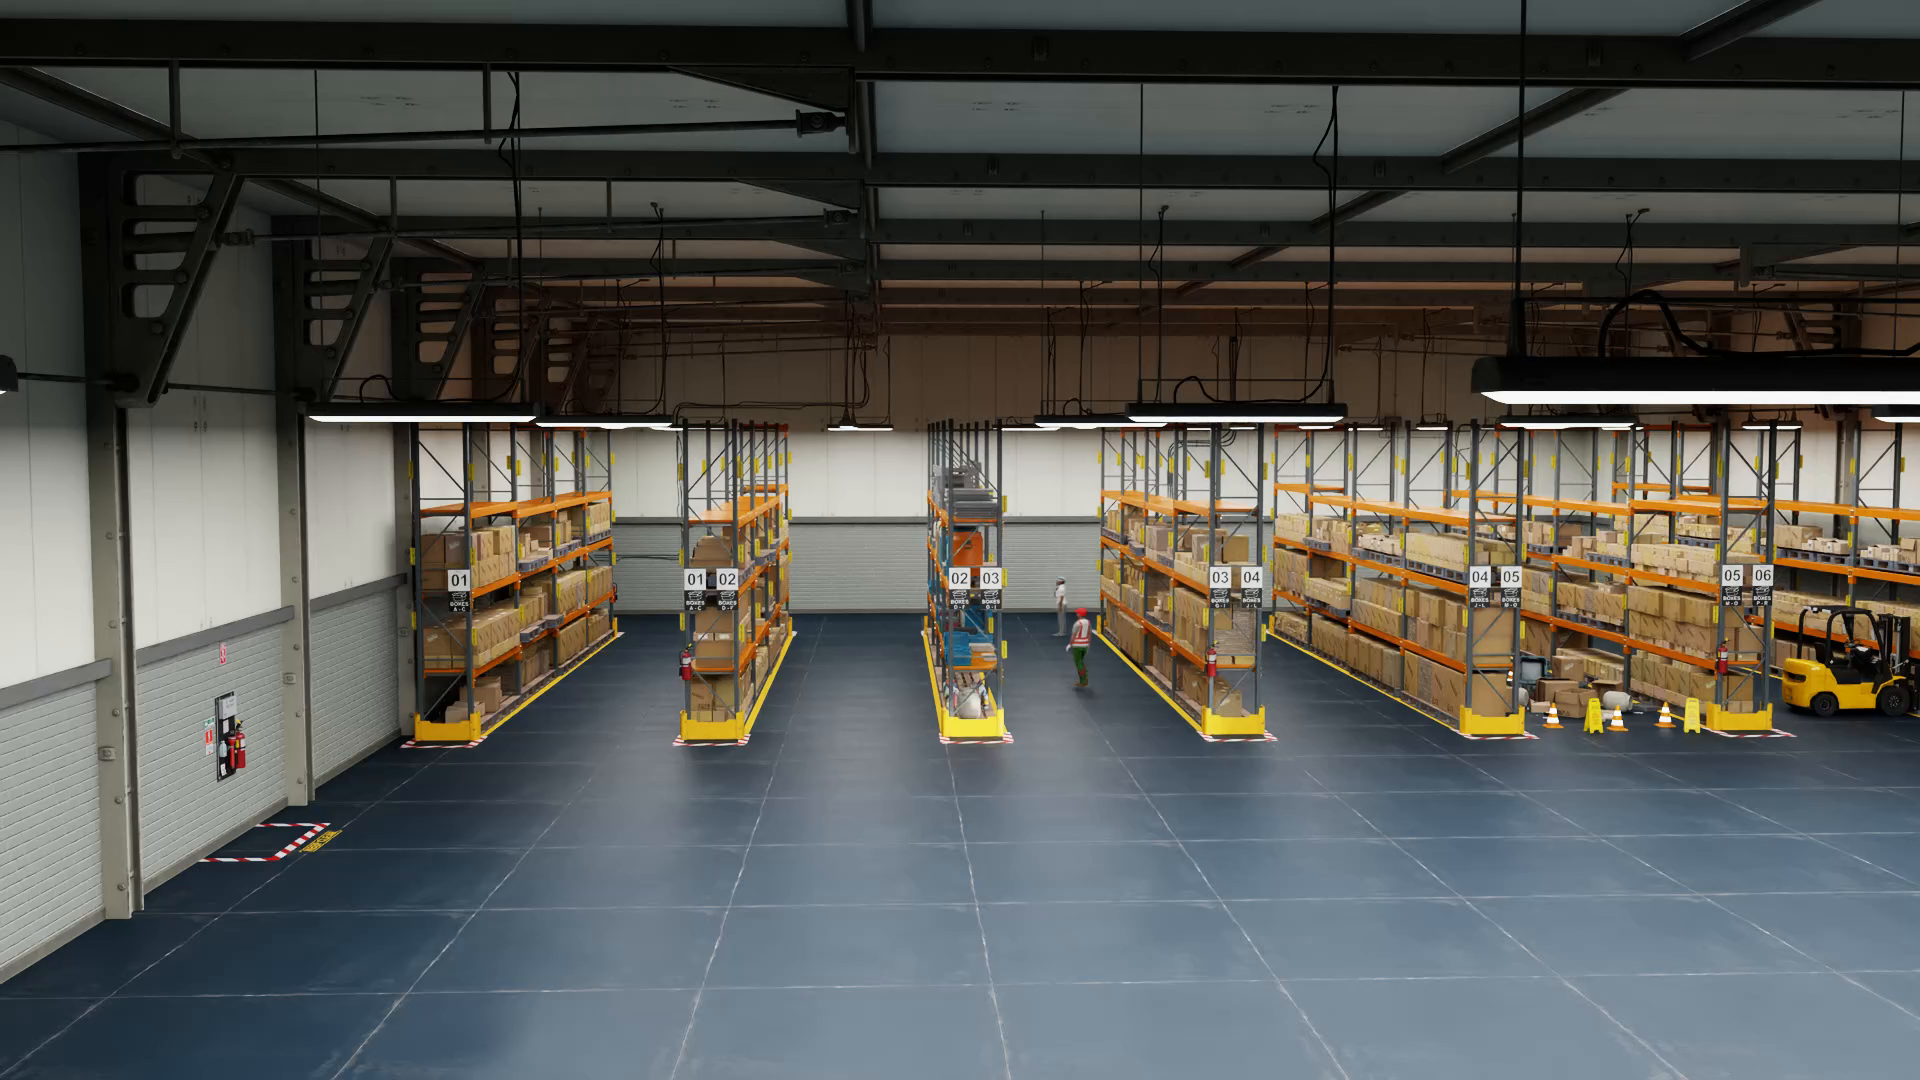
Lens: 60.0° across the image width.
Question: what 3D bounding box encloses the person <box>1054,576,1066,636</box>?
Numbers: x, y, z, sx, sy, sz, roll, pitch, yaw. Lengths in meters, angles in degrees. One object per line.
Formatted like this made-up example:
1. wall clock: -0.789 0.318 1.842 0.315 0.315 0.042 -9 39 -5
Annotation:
1. person: 2.837 1.869 47.042 0.357 1.695 0.534 0 4 2

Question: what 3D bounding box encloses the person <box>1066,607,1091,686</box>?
1. person: 2.689 2.431 37.616 0.554 1.824 0.460 -3 5 -43
